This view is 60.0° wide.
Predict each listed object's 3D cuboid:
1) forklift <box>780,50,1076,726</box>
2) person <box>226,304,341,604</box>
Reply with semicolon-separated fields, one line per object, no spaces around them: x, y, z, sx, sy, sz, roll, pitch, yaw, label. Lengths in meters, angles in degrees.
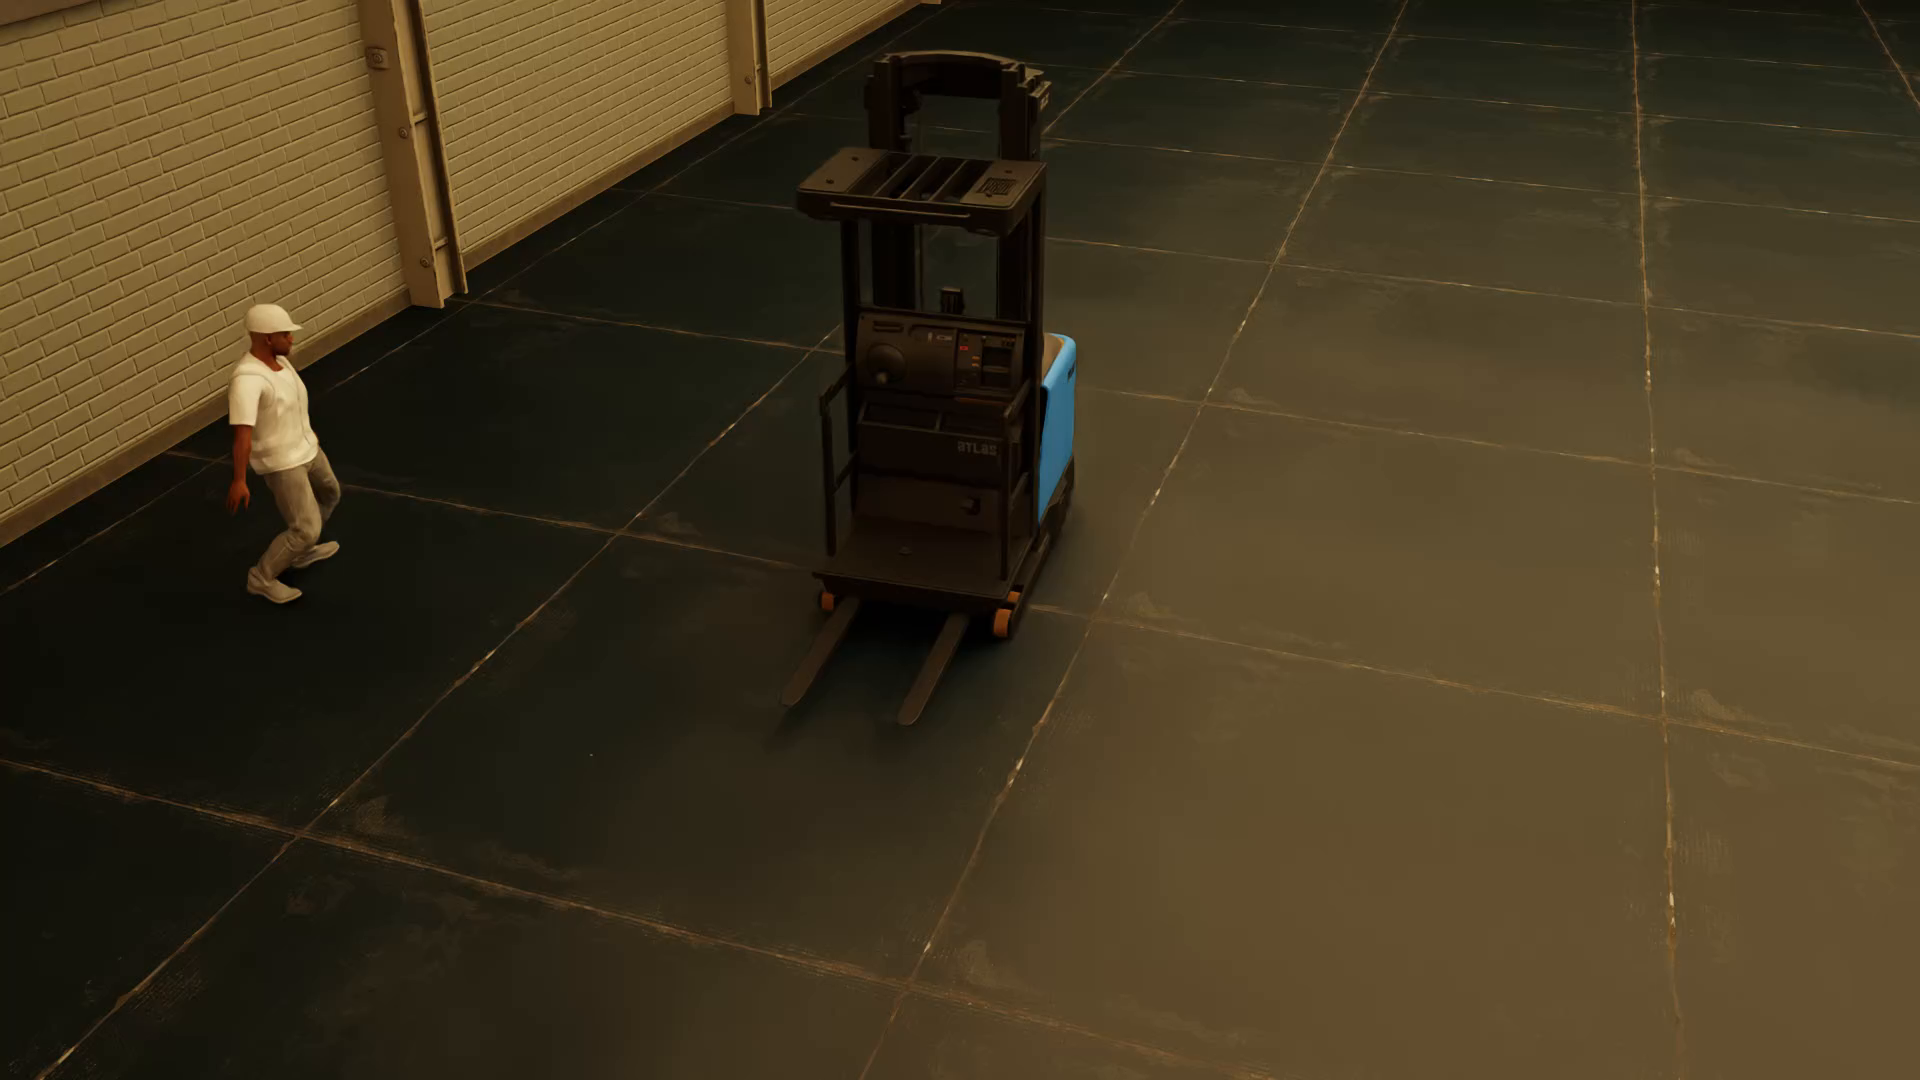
-0.164;-0.946;8.796;1.130;2.935;3.031;8;31;13;forklift
-3.814;-0.465;9.214;0.486;1.684;0.926;0;30;0;person
